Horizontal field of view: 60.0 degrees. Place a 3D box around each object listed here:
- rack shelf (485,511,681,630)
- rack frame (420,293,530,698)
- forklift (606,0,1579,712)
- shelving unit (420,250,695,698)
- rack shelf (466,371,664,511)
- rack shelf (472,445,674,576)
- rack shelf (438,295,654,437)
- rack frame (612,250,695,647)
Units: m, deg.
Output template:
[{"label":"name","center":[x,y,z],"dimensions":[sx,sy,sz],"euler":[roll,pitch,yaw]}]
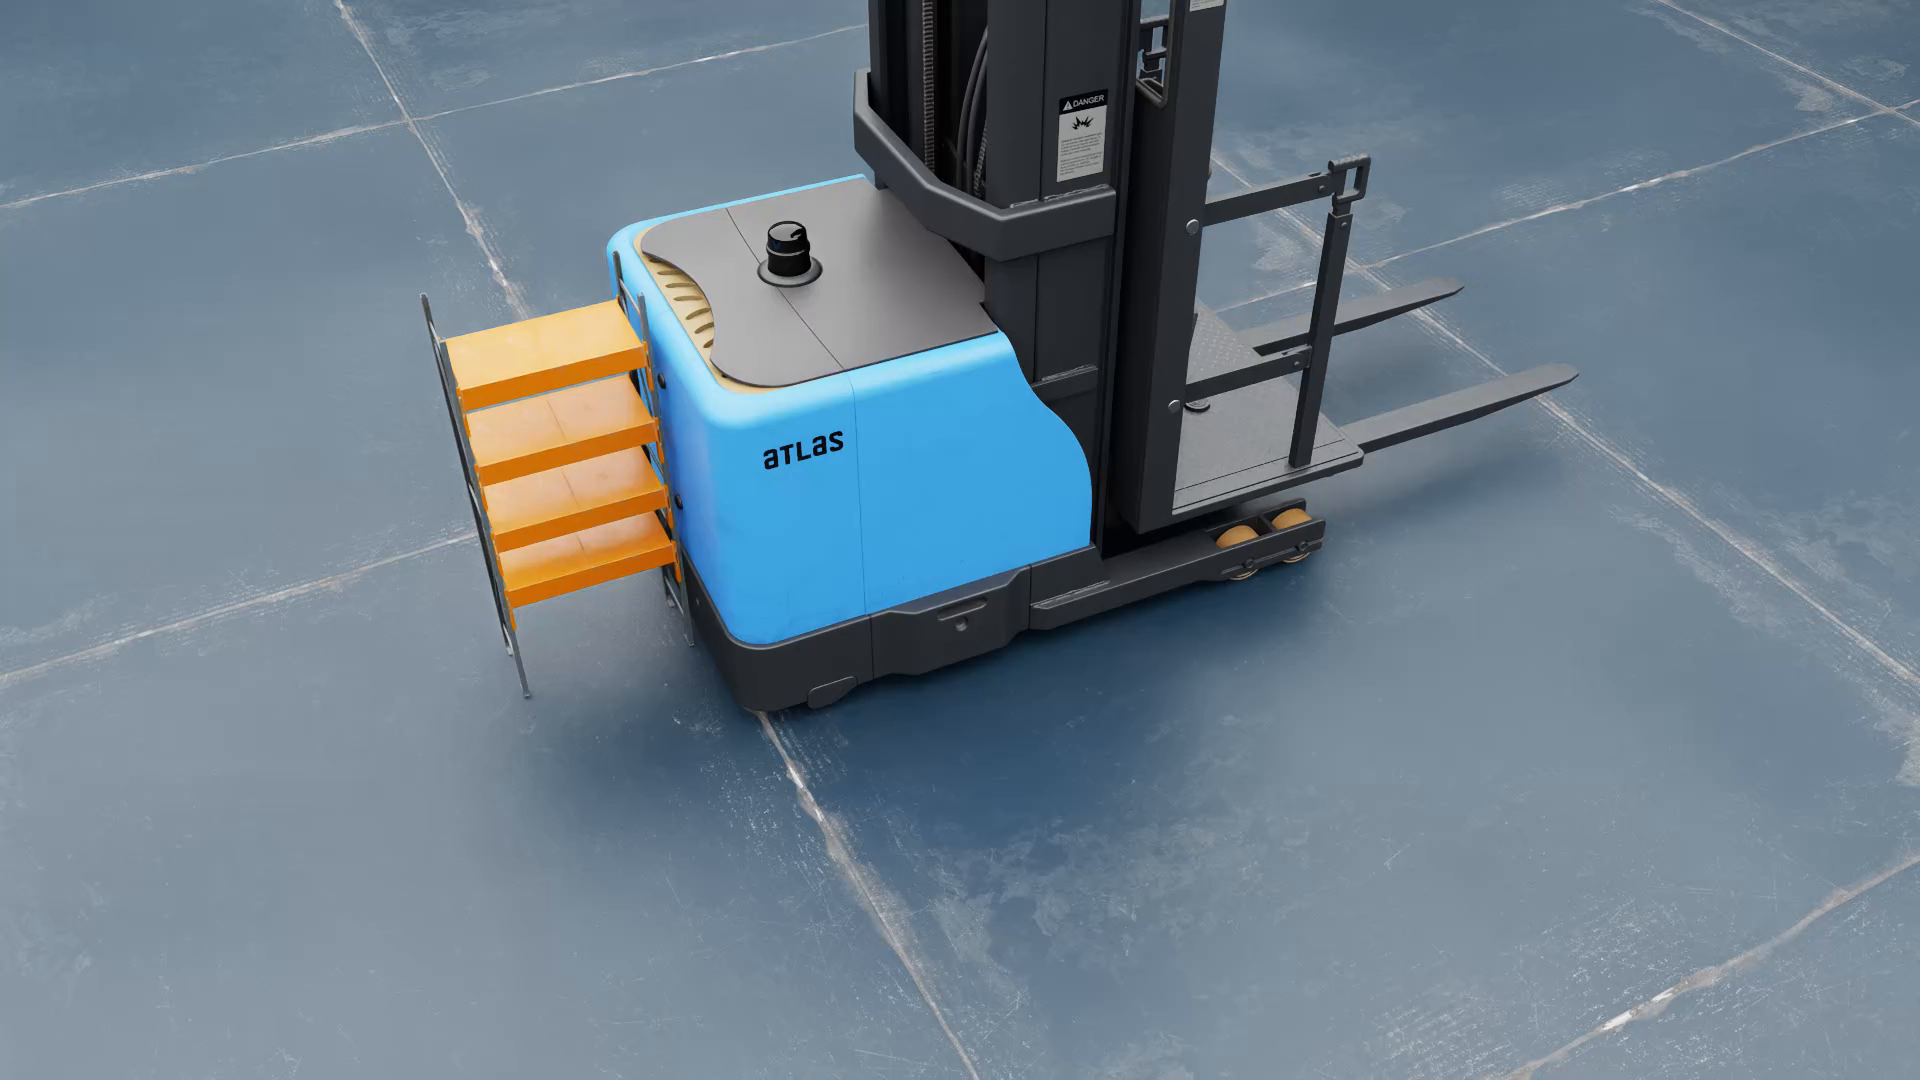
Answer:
[{"label":"rack shelf","center":[-1.058,0.054,4.669],"dimensions":[0.480,0.148,0.258],"euler":[-17,43,-19]},{"label":"rack frame","center":[-1.279,-0.082,4.418],"dimensions":[0.015,1.200,0.240],"euler":[-17,43,-19]},{"label":"forklift","center":[0.564,-1.289,4.504],"dimensions":[3.031,2.935,1.130],"euler":[-17,43,-19]},{"label":"shelving unit","center":[-1.058,-0.149,4.497],"dimensions":[0.503,1.200,0.258],"euler":[-17,43,-19]},{"label":"rack shelf","center":[-1.058,-0.268,4.396],"dimensions":[0.480,0.148,0.258],"euler":[-17,43,-19]},{"label":"rack shelf","center":[-1.058,-0.098,4.541],"dimensions":[0.480,0.148,0.258],"euler":[-17,43,-19]},{"label":"rack shelf","center":[-1.058,-0.449,4.243],"dimensions":[0.480,0.148,0.258],"euler":[-17,43,-19]},{"label":"rack frame","center":[-0.837,-0.216,4.576],"dimensions":[0.015,1.200,0.240],"euler":[-17,43,-19]}]
